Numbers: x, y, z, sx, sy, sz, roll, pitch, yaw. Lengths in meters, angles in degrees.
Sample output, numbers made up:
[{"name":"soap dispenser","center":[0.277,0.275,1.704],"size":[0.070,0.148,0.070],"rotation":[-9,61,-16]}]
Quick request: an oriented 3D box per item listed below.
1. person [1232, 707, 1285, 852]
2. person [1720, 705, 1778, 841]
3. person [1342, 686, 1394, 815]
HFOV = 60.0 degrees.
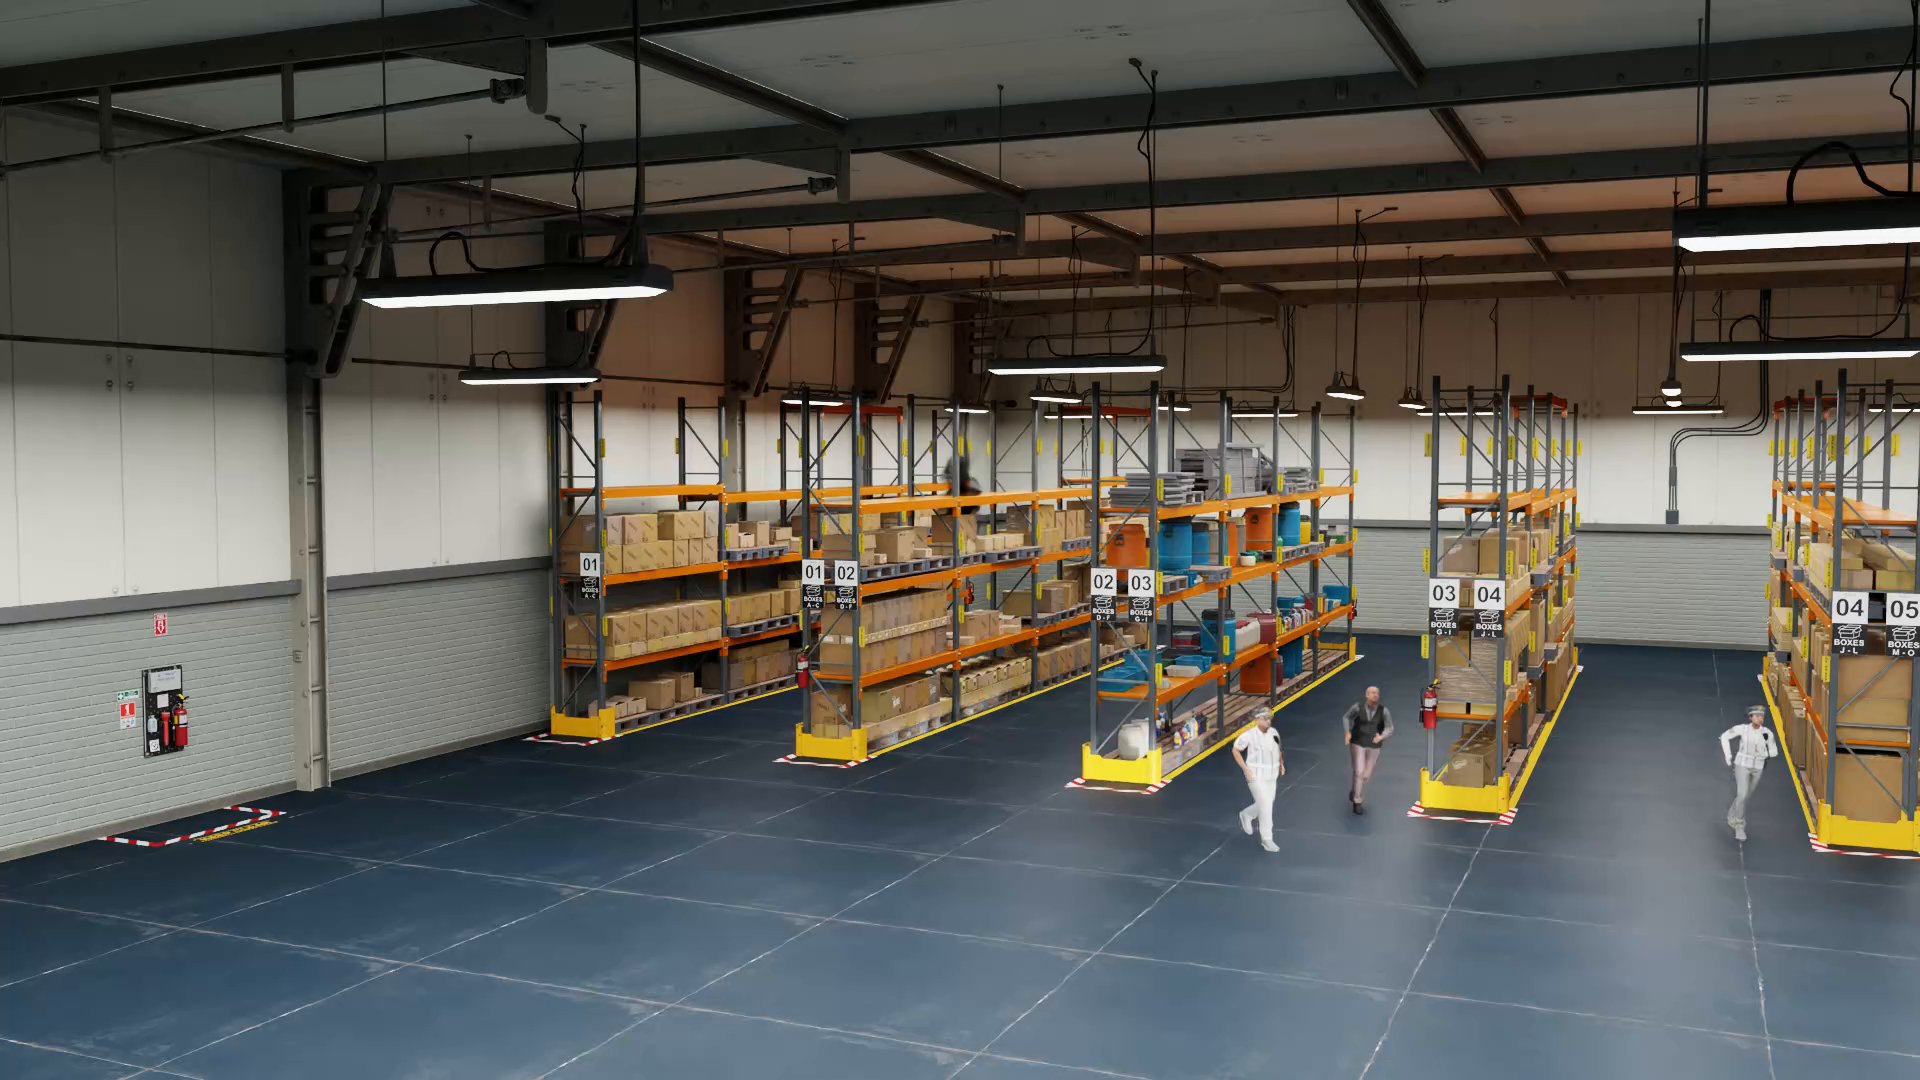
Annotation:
[{"name":"person","center":[3.778,2.976,20.991],"size":[0.675,1.780,0.868],"rotation":[-2,4,-31]},{"name":"person","center":[10.248,2.990,21.571],"size":[0.620,1.733,0.807],"rotation":[0,3,3]},{"name":"person","center":[5.662,2.884,23.063],"size":[0.668,1.718,0.818],"rotation":[0,3,3]}]
